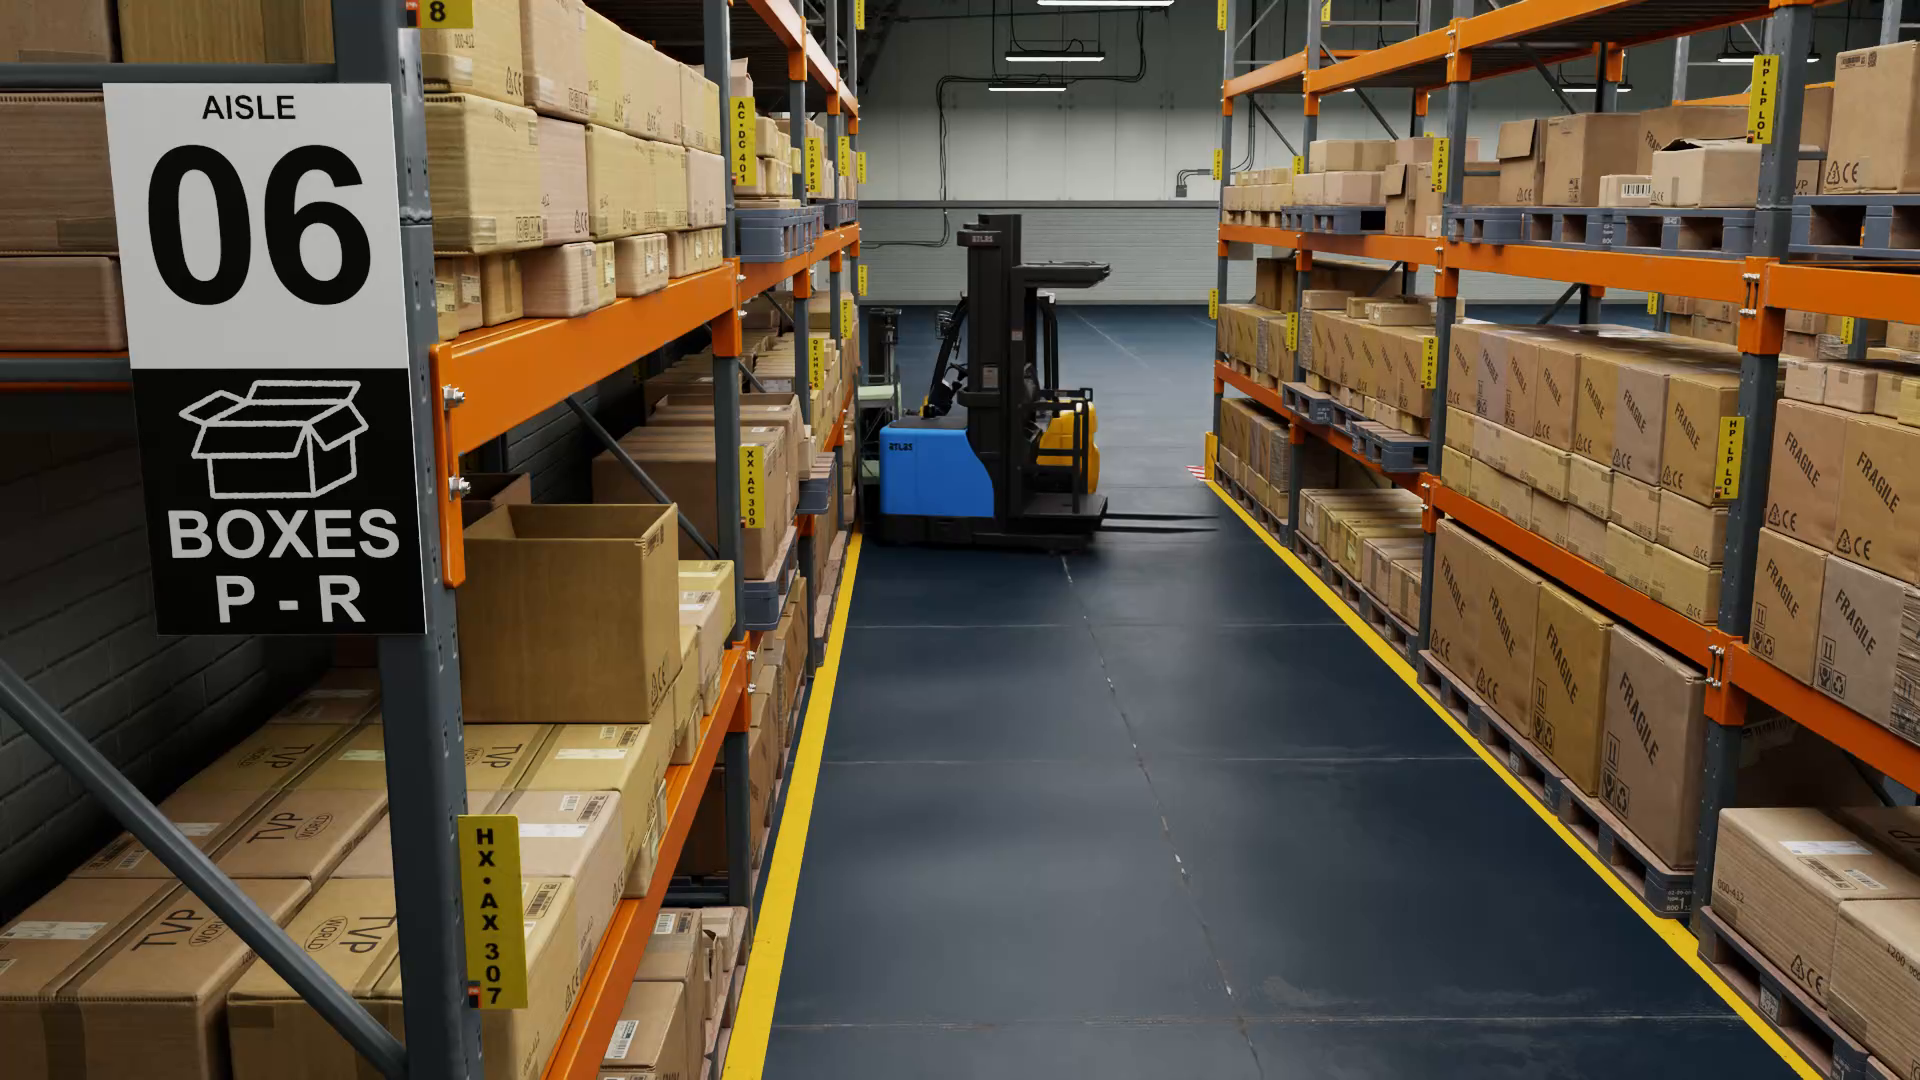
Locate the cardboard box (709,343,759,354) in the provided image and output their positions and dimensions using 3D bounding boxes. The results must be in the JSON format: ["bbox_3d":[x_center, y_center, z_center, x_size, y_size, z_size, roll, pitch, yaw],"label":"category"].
[{"bbox_3d":[-1.774,-1.463,13.032,0.380,0.149,0.250,0,11,-1],"label":"cardboard box"}]

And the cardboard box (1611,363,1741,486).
[{"bbox_3d":[3.319,-0.530,7.554,0.500,0.500,0.500,0,11,0],"label":"cardboard box"}]

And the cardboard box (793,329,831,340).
[{"bbox_3d":[-1.274,-1.801,14.701,0.380,0.149,0.250,0,11,-2],"label":"cardboard box"}]

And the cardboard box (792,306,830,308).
[{"bbox_3d":[-1.350,-2.049,15.176,0.380,0.149,0.250,0,11,-2],"label":"cardboard box"}]

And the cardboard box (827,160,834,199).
[{"bbox_3d":[-1.272,-2.908,13.413,0.500,0.311,0.500,-1,11,-3],"label":"cardboard box"}]

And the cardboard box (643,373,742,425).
[{"bbox_3d":[-1.593,-0.727,9.980,0.500,0.500,0.500,0,11,2],"label":"cardboard box"}]

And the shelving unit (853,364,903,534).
[{"bbox_3d":[-0.750,-0.871,15.720,0.431,1.500,0.755,-2,12,0],"label":"shelving unit"}]

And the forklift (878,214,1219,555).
[{"bbox_3d":[0.826,-1.421,14.881,3.031,2.935,1.130,2,12,8],"label":"forklift"}]

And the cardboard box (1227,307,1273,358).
[{"bbox_3d":[3.096,-2.183,17.465,0.500,0.500,0.500,0,11,1],"label":"cardboard box"}]

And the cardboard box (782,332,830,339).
[{"bbox_3d":[-1.301,-1.670,14.053,0.380,0.149,0.250,0,11,1],"label":"cardboard box"}]

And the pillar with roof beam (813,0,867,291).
[{"bbox_3d":[1.432,-8.559,34.804,9.100,9.000,0.548,0,11,-1],"label":"pillar with roof beam"}]

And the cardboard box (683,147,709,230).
[{"bbox_3d":[-1.083,-1.124,5.330,0.500,0.250,0.500,-1,11,-3],"label":"cardboard box"}]

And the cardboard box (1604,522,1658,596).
[{"bbox_3d":[3.327,0.083,7.672,0.500,0.250,0.500,0,11,-2],"label":"cardboard box"}]

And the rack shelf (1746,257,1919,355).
[{"bbox_3d":[3.639,-0.521,4.537,1.077,0.370,4.000,0,11,-1],"label":"rack shelf"}]

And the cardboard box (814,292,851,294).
[{"bbox_3d":[-1.359,-2.558,17.686,0.380,0.149,0.250,0,11,-1],"label":"cardboard box"}]

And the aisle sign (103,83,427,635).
[{"bbox_3d":[-0.987,-0.246,2.381,0.394,0.787,0.004,0,11,-1],"label":"aisle sign"}]

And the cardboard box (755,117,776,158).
[{"bbox_3d":[-0.933,-1.588,6.566,0.380,0.149,0.250,0,11,0],"label":"cardboard box"}]

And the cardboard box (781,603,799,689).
[{"bbox_3d":[-1.224,0.627,9.845,0.500,0.500,0.500,0,11,-2],"label":"cardboard box"}]

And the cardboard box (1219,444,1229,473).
[{"bbox_3d":[3.090,-0.883,17.917,0.500,0.250,0.500,0,11,-2],"label":"cardboard box"}]

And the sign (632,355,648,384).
[{"bbox_3d":[-2.003,-1.139,10.409,0.100,0.325,0.005,0,11,-1],"label":"sign"}]

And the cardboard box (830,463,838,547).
[{"bbox_3d":[-1.508,-0.308,14.141,0.875,0.625,0.625,0,11,1],"label":"cardboard box"}]

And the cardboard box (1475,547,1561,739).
[{"bbox_3d":[3.460,0.555,9.260,0.875,0.875,0.875,0,11,0],"label":"cardboard box"}]

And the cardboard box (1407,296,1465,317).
[{"bbox_3d":[3.724,-1.827,13.026,0.380,0.149,0.250,-1,11,-4],"label":"cardboard box"}]

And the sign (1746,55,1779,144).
[{"bbox_3d":[3.055,-1.674,6.322,0.100,0.325,0.005,0,11,-1],"label":"sign"}]

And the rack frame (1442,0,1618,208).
[{"bbox_3d":[3.515,-3.536,10.046,1.000,3.000,0.127,0,11,-1],"label":"rack frame"}]

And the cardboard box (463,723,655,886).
[{"bbox_3d":[-1.047,0.651,4.126,0.500,0.250,0.500,0,11,-2],"label":"cardboard box"}]

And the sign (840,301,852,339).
[{"bbox_3d":[-0.988,-1.903,14.371,0.100,0.325,0.005,0,11,-1],"label":"sign"}]

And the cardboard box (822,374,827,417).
[{"bbox_3d":[-1.215,-1.039,11.947,0.500,0.250,0.500,-1,11,-3],"label":"cardboard box"}]

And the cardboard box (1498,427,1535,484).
[{"bbox_3d":[3.286,-0.464,9.112,0.500,0.250,0.500,0,11,-1],"label":"cardboard box"}]

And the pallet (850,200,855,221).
[{"bbox_3d":[-1.624,-3.451,17.395,1.003,0.211,1.213,0,11,-1],"label":"pallet"}]

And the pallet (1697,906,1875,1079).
[{"bbox_3d":[3.535,1.717,6.254,1.003,0.211,1.213,0,11,-1],"label":"pallet"}]

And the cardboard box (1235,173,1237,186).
[{"bbox_3d":[3.153,-3.852,17.777,0.380,0.149,0.250,0,11,-2],"label":"cardboard box"}]

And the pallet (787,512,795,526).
[{"bbox_3d":[-1.403,-0.094,8.652,1.003,0.211,1.213,0,11,-1],"label":"pallet"}]

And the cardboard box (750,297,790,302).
[{"bbox_3d":[-1.901,-2.351,16.665,0.380,0.149,0.250,-1,11,-3],"label":"cardboard box"}]

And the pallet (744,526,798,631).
[{"bbox_3d":[-1.272,0.155,7.424,1.003,0.211,1.213,0,11,-1],"label":"pallet"}]

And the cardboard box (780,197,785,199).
[{"bbox_3d":[-1.214,-2.046,9.619,0.380,0.149,0.250,-1,11,-2],"label":"cardboard box"}]

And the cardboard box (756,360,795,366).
[{"bbox_3d":[-1.216,-1.162,11.551,0.380,0.149,0.250,0,11,-1],"label":"cardboard box"}]

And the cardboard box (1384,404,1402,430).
[{"bbox_3d":[3.145,-0.846,11.450,0.380,0.149,0.250,0,11,-2],"label":"cardboard box"}]

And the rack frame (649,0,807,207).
[{"bbox_3d":[-1.448,-3.515,9.942,1.000,3.000,0.127,0,11,-1],"label":"rack frame"}]

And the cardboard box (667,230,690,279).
[{"bbox_3d":[-1.063,-0.905,5.256,0.380,0.149,0.250,0,11,-1],"label":"cardboard box"}]

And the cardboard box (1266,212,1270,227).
[{"bbox_3d":[3.184,-3.107,16.109,0.380,0.149,0.250,0,11,-2],"label":"cardboard box"}]

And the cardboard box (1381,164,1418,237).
[{"bbox_3d":[3.455,-2.420,11.828,0.797,0.503,0.637,0,11,-1],"label":"cardboard box"}]

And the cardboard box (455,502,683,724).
[{"bbox_3d":[-1.054,0.186,4.531,0.500,0.500,0.500,0,11,0],"label":"cardboard box"}]

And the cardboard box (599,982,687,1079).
[{"bbox_3d":[-1.090,1.637,4.867,0.500,0.500,0.500,0,11,0],"label":"cardboard box"}]

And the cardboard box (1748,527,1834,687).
[{"bbox_3d":[3.345,0.245,6.249,0.500,0.500,0.500,0,11,1],"label":"cardboard box"}]

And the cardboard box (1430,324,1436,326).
[{"bbox_3d":[3.701,-1.296,12.038,0.500,0.500,0.500,0,11,0],"label":"cardboard box"}]

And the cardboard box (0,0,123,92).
[{"bbox_3d":[-1.571,-0.859,2.767,0.500,0.250,0.500,-1,11,-3],"label":"cardboard box"}]

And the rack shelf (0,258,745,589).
[{"bbox_3d":[-1.324,-0.500,4.433,1.077,0.370,4.000,0,11,-1],"label":"rack shelf"}]

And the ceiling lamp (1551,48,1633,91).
[{"bbox_3d":[16.156,-13.098,42.497,2.000,3.185,0.800,0,11,-1],"label":"ceiling lamp"}]

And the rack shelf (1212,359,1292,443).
[{"bbox_3d":[3.391,-1.436,16.593,1.077,0.370,4.000,0,11,-1],"label":"rack shelf"}]

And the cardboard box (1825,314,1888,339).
[{"bbox_3d":[8.406,-2.108,15.001,0.875,0.550,0.550,0,11,-1],"label":"cardboard box"}]

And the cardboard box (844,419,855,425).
[{"bbox_3d":[-1.249,-1.016,16.059,0.500,0.250,0.500,0,11,1],"label":"cardboard box"}]

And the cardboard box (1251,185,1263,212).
[{"bbox_3d":[3.121,-3.323,16.169,0.500,0.250,0.500,0,11,0],"label":"cardboard box"}]

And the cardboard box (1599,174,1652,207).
[{"bbox_3d":[3.408,-1.737,8.257,0.380,0.166,0.250,1,11,4],"label":"cardboard box"}]
